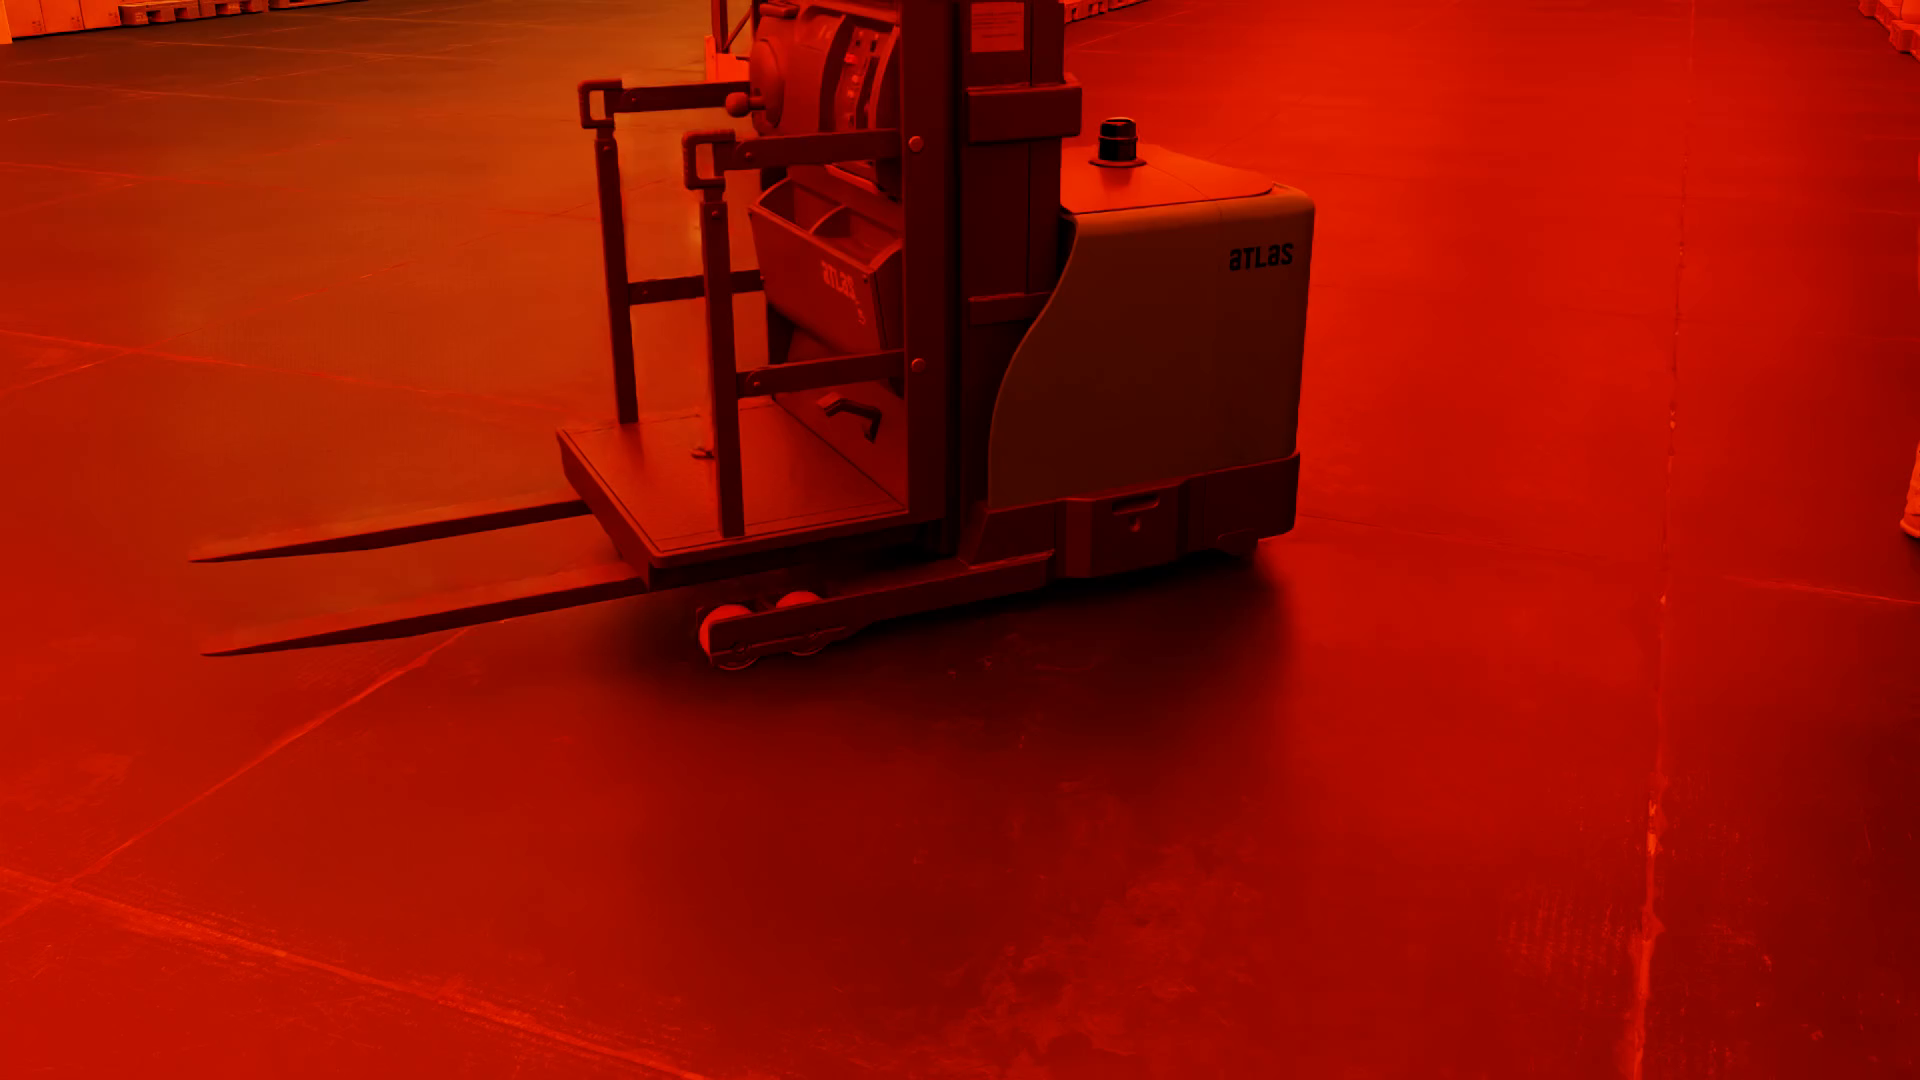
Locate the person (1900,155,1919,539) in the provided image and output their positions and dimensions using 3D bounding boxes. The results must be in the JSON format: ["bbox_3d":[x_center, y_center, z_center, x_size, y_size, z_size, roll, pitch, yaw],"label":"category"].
[{"bbox_3d":[3.142,-0.789,4.860,0.680,1.644,0.511,-5,23,-12],"label":"person"}]

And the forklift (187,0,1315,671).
[{"bbox_3d":[-0.549,-1.248,4.279,3.031,2.935,1.130,-10,25,-23],"label":"forklift"}]
